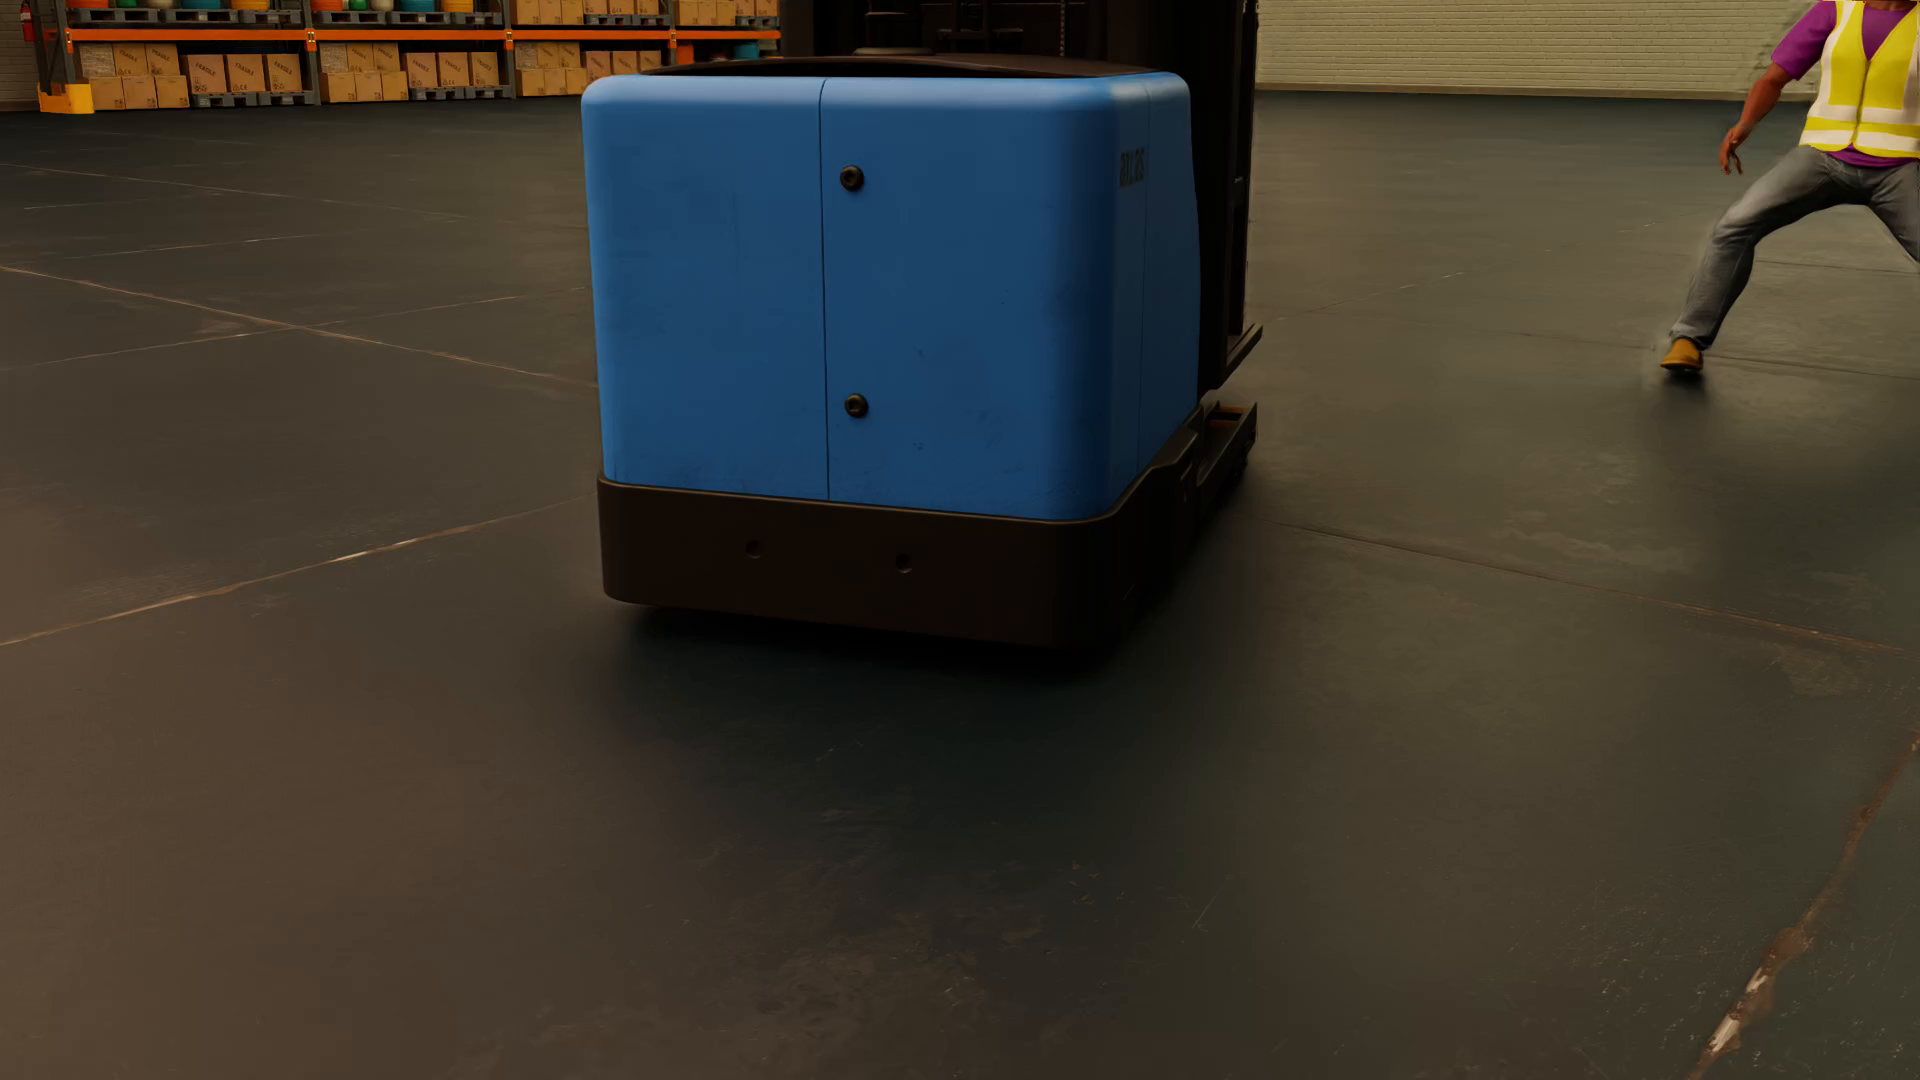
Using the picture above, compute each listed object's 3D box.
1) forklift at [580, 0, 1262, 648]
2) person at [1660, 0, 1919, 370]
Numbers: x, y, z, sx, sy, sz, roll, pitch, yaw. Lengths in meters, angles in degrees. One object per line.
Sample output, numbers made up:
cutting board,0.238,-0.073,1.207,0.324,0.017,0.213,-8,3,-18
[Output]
forklift,0.204,-1.592,4.140,1.130,2.935,3.031,5,18,17
person,3.065,-1.298,5.553,1.027,1.611,0.928,15,23,41
